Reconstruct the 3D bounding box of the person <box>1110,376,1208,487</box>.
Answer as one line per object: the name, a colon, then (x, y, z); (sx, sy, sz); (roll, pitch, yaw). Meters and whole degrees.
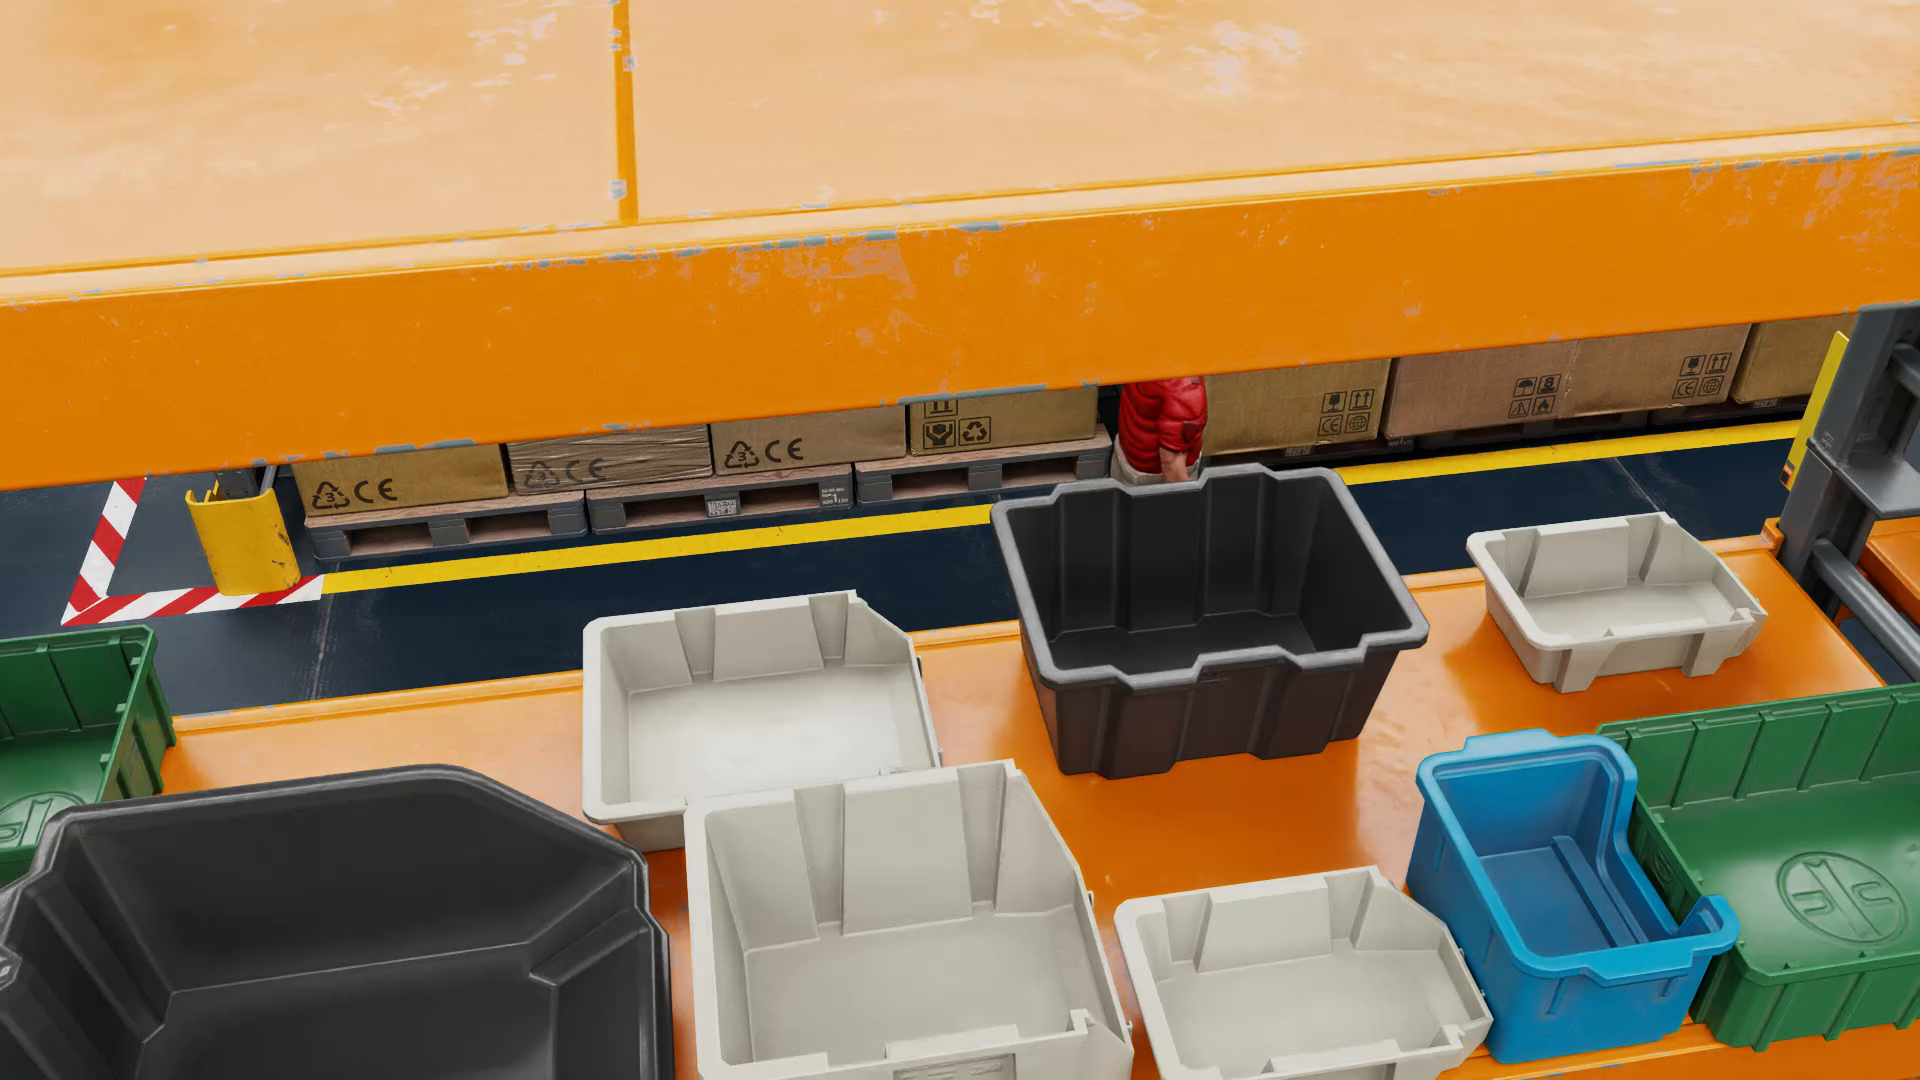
person: (0.798, -0.220, 6.442); (0.396, 1.726, 0.576); (-6, 39, -8)
